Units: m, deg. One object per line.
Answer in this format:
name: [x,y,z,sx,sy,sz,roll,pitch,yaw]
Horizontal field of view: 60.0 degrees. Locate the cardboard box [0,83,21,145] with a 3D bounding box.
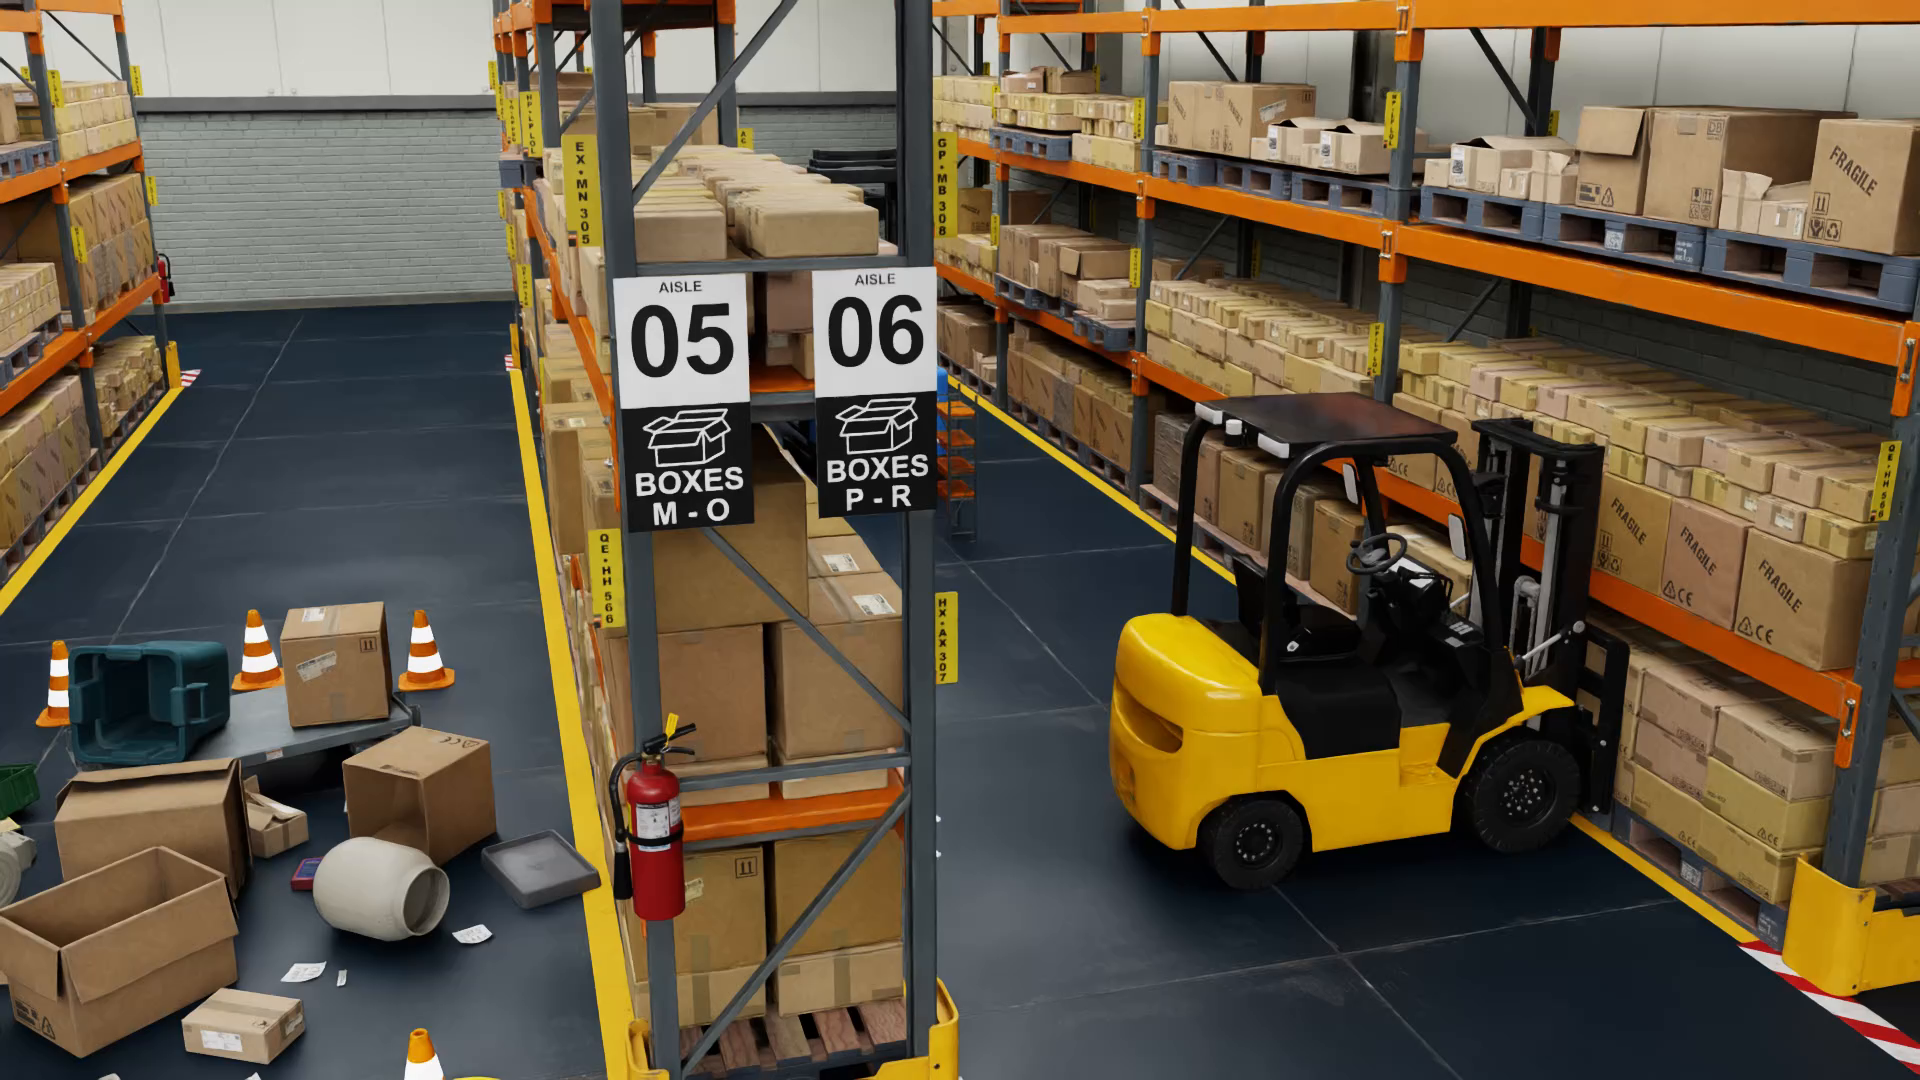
cardboard box: [-8.610,-3.682,14.376,0.700,0.500,0.500,-5,17,-15]

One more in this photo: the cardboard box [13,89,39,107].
cardboard box: [-8.455,-4.004,15.053,0.380,0.149,0.250,-5,17,-16]

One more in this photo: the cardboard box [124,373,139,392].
cardboard box: [-8.834,-1.639,17.401,0.380,0.149,0.250,-5,17,-15]

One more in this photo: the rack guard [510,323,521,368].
rack guard: [-4.982,-2.445,20.722,1.175,0.500,0.348,-5,17,-15]

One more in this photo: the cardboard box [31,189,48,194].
cardboard box: [-9.271,-3.173,16.371,0.500,0.500,0.500,-4,17,-14]

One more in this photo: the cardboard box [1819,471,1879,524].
cardboard box: [3.892,-0.186,7.040,0.380,0.149,0.250,-5,17,-15]

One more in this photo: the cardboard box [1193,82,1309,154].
cardboard box: [2.194,-3.198,12.593,0.700,0.500,0.500,-5,17,-16]

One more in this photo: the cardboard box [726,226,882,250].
cardboard box: [-0.590,-1.017,6.153,0.500,0.250,0.500,-5,17,-16]

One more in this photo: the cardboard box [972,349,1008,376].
cardboard box: [0.362,-2.044,19.064,0.396,0.266,0.258,-4,17,-13]

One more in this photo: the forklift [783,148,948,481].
forklift: [-1.087,-2.228,15.774,1.130,2.935,3.031,-6,18,-20]

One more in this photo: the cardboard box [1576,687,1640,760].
cardboard box: [3.469,0.883,8.480,0.500,0.250,0.500,-5,17,-17]

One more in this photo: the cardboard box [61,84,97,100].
cardboard box: [-8.932,-4.515,16.753,0.380,0.149,0.250,-5,17,-17]

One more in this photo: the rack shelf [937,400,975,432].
rack shelf: [-0.046,-0.997,13.319,0.258,0.148,0.480,-5,17,-15]

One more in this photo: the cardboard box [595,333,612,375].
cardboard box: [-1.045,-0.669,5.686,0.380,0.149,0.250,-5,17,-15]

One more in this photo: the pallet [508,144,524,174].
pallet: [-3.315,-3.251,14.177,1.003,0.211,1.213,-4,17,-13]

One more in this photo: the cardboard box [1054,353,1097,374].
cardboard box: [1.157,-1.760,16.586,0.380,0.149,0.250,-4,17,-13]

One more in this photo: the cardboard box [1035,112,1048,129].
cardboard box: [0.939,-4.020,15.940,0.380,0.149,0.250,-4,17,-14]

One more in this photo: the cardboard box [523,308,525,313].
cardboard box: [-3.602,-2.129,14.717,0.500,0.250,0.500,-5,17,-17]

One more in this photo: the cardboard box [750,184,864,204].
cardboard box: [-0.571,-1.240,6.202,0.380,0.149,0.250,-5,17,-15]

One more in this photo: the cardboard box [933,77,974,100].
cardboard box: [-0.051,-5.353,19.718,0.500,0.250,0.500,-5,17,-16]

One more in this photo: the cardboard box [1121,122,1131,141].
cardboard box: [1.613,-3.524,14.323,0.380,0.149,0.250,-5,17,-17]

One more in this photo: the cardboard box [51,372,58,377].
cardboard box: [-9.299,-1.589,16.721,0.380,0.149,0.250,-6,18,-18]

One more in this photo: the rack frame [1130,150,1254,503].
rack frame: [1.995,-1.816,14.283,1.000,3.000,0.127,-5,17,-15]

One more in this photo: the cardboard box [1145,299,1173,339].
cardboard box: [1.858,-1.839,13.753,0.500,0.250,0.500,-5,17,-15]

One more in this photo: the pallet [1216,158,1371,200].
pallet: [2.577,-2.672,12.248,1.003,0.211,1.213,-4,17,-13]

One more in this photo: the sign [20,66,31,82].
sign: [-10.229,-5.028,18.244,0.100,0.325,0.005,-5,17,-15]

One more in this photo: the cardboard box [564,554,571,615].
cardboard box: [-2.218,0.206,11.391,0.950,0.372,0.625,-4,17,-13]

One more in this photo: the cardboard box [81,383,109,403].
cardboard box: [-8.522,-1.423,16.166,0.380,0.149,0.250,-4,17,-13]

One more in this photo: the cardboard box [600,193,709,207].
cardboard box: [-1.077,-1.121,5.808,0.380,0.149,0.250,-5,17,-16]

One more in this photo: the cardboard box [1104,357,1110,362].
cardboard box: [1.670,-1.803,16.729,0.380,0.149,0.250,-4,17,-14]

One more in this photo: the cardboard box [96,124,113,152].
cardboard box: [-8.892,-4.051,16.772,0.500,0.250,0.500,-4,17,-13]

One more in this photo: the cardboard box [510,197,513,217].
cardboard box: [-4.403,-3.305,17.329,0.500,0.500,0.500,-5,17,-16]

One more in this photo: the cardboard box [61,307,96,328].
cardboard box: [-8.371,-2.093,15.644,0.380,0.149,0.250,-4,17,-13]

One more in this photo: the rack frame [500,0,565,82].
rack frame: [-3.876,-5.402,15.793,1.000,3.000,0.127,-5,17,-15]

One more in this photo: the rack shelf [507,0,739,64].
rack shelf: [-2.227,-3.206,10.429,1.077,0.370,4.000,-5,17,-15]

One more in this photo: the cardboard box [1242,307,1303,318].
cardboard box: [2.328,-1.642,12.404,0.380,0.149,0.250,-5,17,-15]

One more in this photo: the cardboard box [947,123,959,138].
cardboard box: [0.061,-4.738,19.234,0.380,0.149,0.250,-4,17,-14]

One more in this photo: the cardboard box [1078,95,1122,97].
cardboard box: [1.369,-4.271,16.258,0.380,0.149,0.250,-5,18,-17]

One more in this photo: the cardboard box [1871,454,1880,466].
cardboard box: [4.293,-0.292,7.392,0.380,0.149,0.250,-4,17,-13]

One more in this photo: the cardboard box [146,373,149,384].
cardboard box: [-9.204,-1.780,18.388,0.380,0.149,0.250,-5,17,-16]

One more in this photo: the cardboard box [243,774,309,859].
cardboard box: [-3.517,1.389,8.368,0.396,0.266,0.258,11,20,32]

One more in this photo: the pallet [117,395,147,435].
pallet: [-9.165,-1.295,17.396,1.003,0.211,1.213,-5,17,-15]

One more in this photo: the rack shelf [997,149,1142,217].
rack shelf: [1.445,-3.461,15.797,1.077,0.370,4.000,-5,17,-15]

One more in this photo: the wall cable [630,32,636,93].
wall cable: [-6.086,-8.118,24.836,2.355,3.000,0.029,-5,17,-15]

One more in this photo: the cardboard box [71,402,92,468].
cardboard box: [-8.162,-0.929,14.945,0.500,0.500,0.500,-5,17,-16]

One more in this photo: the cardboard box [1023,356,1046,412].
cardboard box: [0.968,-1.628,17.273,0.500,0.500,0.500,-5,17,-16]

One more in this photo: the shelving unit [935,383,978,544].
shelving unit: [-0.046,-0.620,13.432,0.258,1.200,0.503,-5,17,-15]

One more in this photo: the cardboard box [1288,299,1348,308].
cardboard box: [2.751,-1.757,12.786,0.380,0.149,0.250,-5,17,-16]

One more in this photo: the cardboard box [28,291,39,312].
cardboard box: [-8.090,-2.021,14.157,0.380,0.149,0.250,-5,18,-17]

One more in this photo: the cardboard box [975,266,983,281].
cardboard box: [0.378,-3.010,18.697,0.380,0.149,0.250,-4,17,-14]

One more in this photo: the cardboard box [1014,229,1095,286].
cardboard box: [0.955,-2.876,16.910,0.700,0.500,0.500,-5,17,-15]

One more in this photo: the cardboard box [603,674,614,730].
cardboard box: [-1.213,0.622,6.605,0.380,0.149,0.250,-4,17,-14]

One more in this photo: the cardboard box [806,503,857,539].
cardboard box: [-0.729,0.163,7.003,0.500,0.500,0.500,-5,17,-16]

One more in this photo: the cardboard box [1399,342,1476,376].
cardboard box: [2.896,-1.099,10.077,0.380,0.149,0.250,-4,17,-14]

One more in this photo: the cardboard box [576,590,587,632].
cardboard box: [-1.799,0.354,8.678,0.380,0.149,0.250,-4,17,-14]

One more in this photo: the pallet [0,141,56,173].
pallet: [-8.541,-3.277,14.260,1.213,0.211,1.003,-5,17,-15]

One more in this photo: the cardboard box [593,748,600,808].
cardboard box: [-1.618,1.131,8.522,0.500,0.250,0.500,-4,17,-12]

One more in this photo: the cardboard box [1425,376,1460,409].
cardboard box: [3.001,-0.887,9.891,0.380,0.149,0.250,-4,17,-14]
